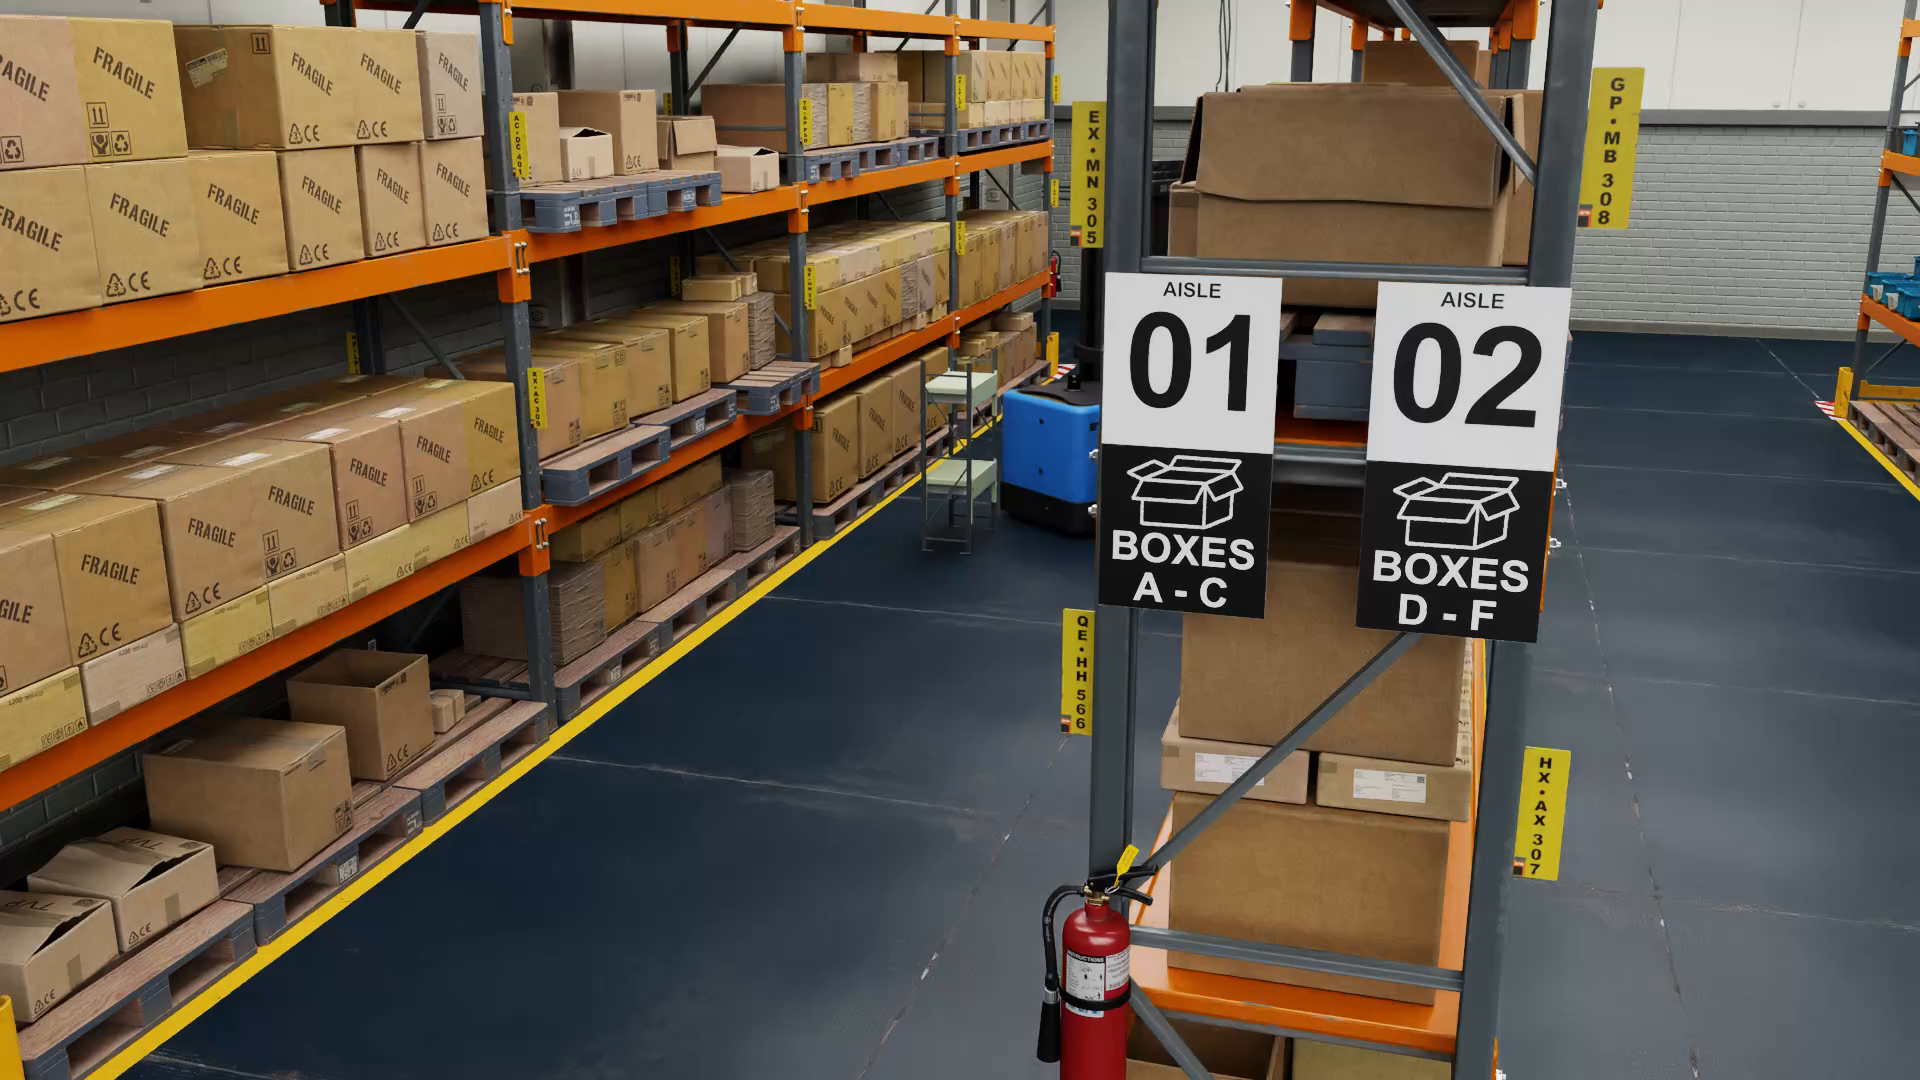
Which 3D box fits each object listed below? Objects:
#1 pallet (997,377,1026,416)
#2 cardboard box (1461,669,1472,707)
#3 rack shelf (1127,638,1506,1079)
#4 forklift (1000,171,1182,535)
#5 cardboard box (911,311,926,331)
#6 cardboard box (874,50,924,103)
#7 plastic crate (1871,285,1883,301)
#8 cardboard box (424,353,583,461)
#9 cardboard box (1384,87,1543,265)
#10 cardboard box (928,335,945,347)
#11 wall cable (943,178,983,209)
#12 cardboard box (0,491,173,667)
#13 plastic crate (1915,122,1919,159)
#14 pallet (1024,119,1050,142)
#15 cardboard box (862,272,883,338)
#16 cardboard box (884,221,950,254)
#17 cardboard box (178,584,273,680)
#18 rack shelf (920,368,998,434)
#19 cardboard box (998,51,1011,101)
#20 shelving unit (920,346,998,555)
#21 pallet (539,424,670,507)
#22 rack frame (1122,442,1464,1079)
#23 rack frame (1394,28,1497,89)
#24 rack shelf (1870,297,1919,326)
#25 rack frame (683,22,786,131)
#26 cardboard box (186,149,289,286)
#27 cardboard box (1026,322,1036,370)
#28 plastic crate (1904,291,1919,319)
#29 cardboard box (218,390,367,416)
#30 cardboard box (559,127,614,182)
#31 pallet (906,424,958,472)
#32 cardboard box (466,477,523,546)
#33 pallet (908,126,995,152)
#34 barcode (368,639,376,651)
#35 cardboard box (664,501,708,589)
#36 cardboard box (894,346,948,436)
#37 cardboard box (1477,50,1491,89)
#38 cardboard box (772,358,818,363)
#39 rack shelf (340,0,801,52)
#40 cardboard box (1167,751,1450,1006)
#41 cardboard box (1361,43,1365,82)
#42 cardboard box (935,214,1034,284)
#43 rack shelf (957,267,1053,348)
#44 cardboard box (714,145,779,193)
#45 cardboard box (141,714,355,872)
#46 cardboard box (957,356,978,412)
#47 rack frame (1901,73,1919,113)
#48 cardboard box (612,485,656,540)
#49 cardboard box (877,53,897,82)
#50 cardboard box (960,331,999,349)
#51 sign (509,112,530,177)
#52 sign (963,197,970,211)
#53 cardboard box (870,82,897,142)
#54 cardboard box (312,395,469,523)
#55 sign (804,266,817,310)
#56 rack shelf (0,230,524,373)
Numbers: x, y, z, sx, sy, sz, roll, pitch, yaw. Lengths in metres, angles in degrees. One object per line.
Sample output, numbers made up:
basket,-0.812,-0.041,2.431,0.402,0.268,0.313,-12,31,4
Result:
pallet,0.114,-1.648,18.754,1.003,0.211,1.213,5,16,16
cardboard box,1.281,0.465,4.820,0.380,0.149,0.250,5,16,16
rack shelf,1.387,0.869,6.088,1.077,0.370,4.000,5,16,16
forklift,1.819,-1.723,14.149,3.031,2.867,1.129,-12,20,-36
cardboard box,-0.531,-2.049,15.481,0.380,0.149,0.250,5,16,16
cardboard box,-0.547,-4.659,16.710,0.500,0.500,0.500,4,16,15
plastic crate,9.557,-2.540,17.162,0.250,0.136,0.298,5,16,16
cardboard box,-2.618,-0.774,9.572,0.700,0.500,0.500,5,16,16
cardboard box,1.552,-1.128,5.102,0.500,0.500,0.500,5,16,16
cardboard box,-0.221,-2.160,18.072,0.380,0.149,0.250,4,16,14
wall cable,0.072,-4.420,21.555,0.084,1.984,1.851,5,16,16
cardboard box,-3.358,0.134,6.222,0.500,0.500,0.500,5,16,16
plastic crate,9.416,-3.790,15.810,0.504,0.338,0.767,5,16,16
pallet,0.414,-4.729,19.169,1.003,0.211,1.213,5,16,16
cardboard box,-0.975,-2.004,14.134,0.500,0.500,0.500,5,16,16
cardboard box,-0.409,-2.896,15.904,0.500,0.250,0.500,5,17,17
cardboard box,-3.205,0.353,6.828,0.500,0.250,0.500,4,16,15
rack shelf,-0.002,-1.095,13.012,0.431,0.370,0.720,5,16,16
cardboard box,0.225,-4.888,17.516,0.500,0.500,0.500,5,17,16
shelving unit,-0.002,-0.720,13.119,0.431,1.500,0.755,5,16,16
pallet,-2.439,-0.480,9.876,1.003,0.211,1.213,5,16,16
rack frame,0.815,1.046,4.146,0.949,2.616,0.053,5,16,16
rack frame,4.229,-4.980,14.395,1.000,3.000,0.127,5,16,16
rack shelf,9.545,-1.980,15.772,0.919,0.124,3.809,5,16,16
rack frame,-1.655,-4.316,12.055,0.949,2.616,0.053,5,16,16
cardboard box,-3.135,-1.322,6.776,0.500,0.500,0.500,6,17,19
cardboard box,0.512,-2.332,19.864,0.700,0.500,0.500,5,16,16
plastic crate,9.268,-2.241,15.931,0.416,0.233,0.300,5,16,16
cardboard box,-3.280,-0.440,8.248,0.500,0.500,0.500,5,16,16
cardboard box,-2.388,-2.284,9.781,0.500,0.311,0.500,5,17,18
pallet,-0.669,-0.927,16.212,1.003,0.211,1.213,5,16,16
cardboard box,-2.639,-0.174,8.683,0.500,0.250,0.500,5,16,16
pallet,-0.279,-4.090,16.919,1.003,0.211,1.213,5,16,16
barcode,-3.179,0.576,8.990,0.001,0.075,0.075,5,16,16
cardboard box,-2.185,0.011,11.568,0.700,0.500,0.500,5,16,16
cardboard box,-0.582,-1.464,16.165,0.750,0.750,0.750,5,17,17
cardboard box,4.608,-4.316,15.535,0.700,0.500,0.500,5,16,16
cardboard box,-1.343,-1.387,13.147,0.380,0.149,0.250,4,16,15
rack shelf,-2.227,-3.255,10.364,1.077,0.370,4.000,5,16,16
cardboard box,0.963,0.877,4.558,0.700,0.500,0.500,5,16,16
cardboard box,2.308,-2.243,8.375,0.500,0.500,0.500,6,17,21
cardboard box,0.283,-3.342,19.066,0.980,0.700,0.700,4,16,15
rack shelf,0.047,-2.654,18.507,1.077,0.370,4.000,5,16,16
cardboard box,-1.604,-2.631,11.737,0.500,0.311,0.500,5,16,16
cardboard box,-3.231,1.142,7.579,0.700,0.500,0.500,4,16,12
cardboard box,-0.211,-1.664,17.510,0.700,0.500,0.500,5,17,17
rack frame,10.117,-5.641,16.726,0.949,2.616,0.053,5,16,16
cardboard box,-2.336,-0.199,10.935,0.500,0.250,0.500,4,16,14
cardboard box,-0.898,-4.320,15.203,0.500,0.250,0.500,6,17,20
cardboard box,0.209,-2.188,18.169,0.380,0.149,0.250,4,16,14
sign,-2.273,-2.035,8.564,0.100,0.325,0.005,5,16,16
sign,0.084,-4.022,20.282,0.100,0.325,0.005,5,16,16
cardboard box,-0.973,-3.807,14.768,0.700,0.500,0.500,4,16,15
cardboard box,-2.770,-0.403,8.118,0.500,0.500,0.500,5,16,16
sign,-1.136,-1.910,12.588,0.100,0.325,0.005,5,16,16
rack shelf,-3.364,-0.957,7.029,1.077,0.370,4.000,5,16,16
